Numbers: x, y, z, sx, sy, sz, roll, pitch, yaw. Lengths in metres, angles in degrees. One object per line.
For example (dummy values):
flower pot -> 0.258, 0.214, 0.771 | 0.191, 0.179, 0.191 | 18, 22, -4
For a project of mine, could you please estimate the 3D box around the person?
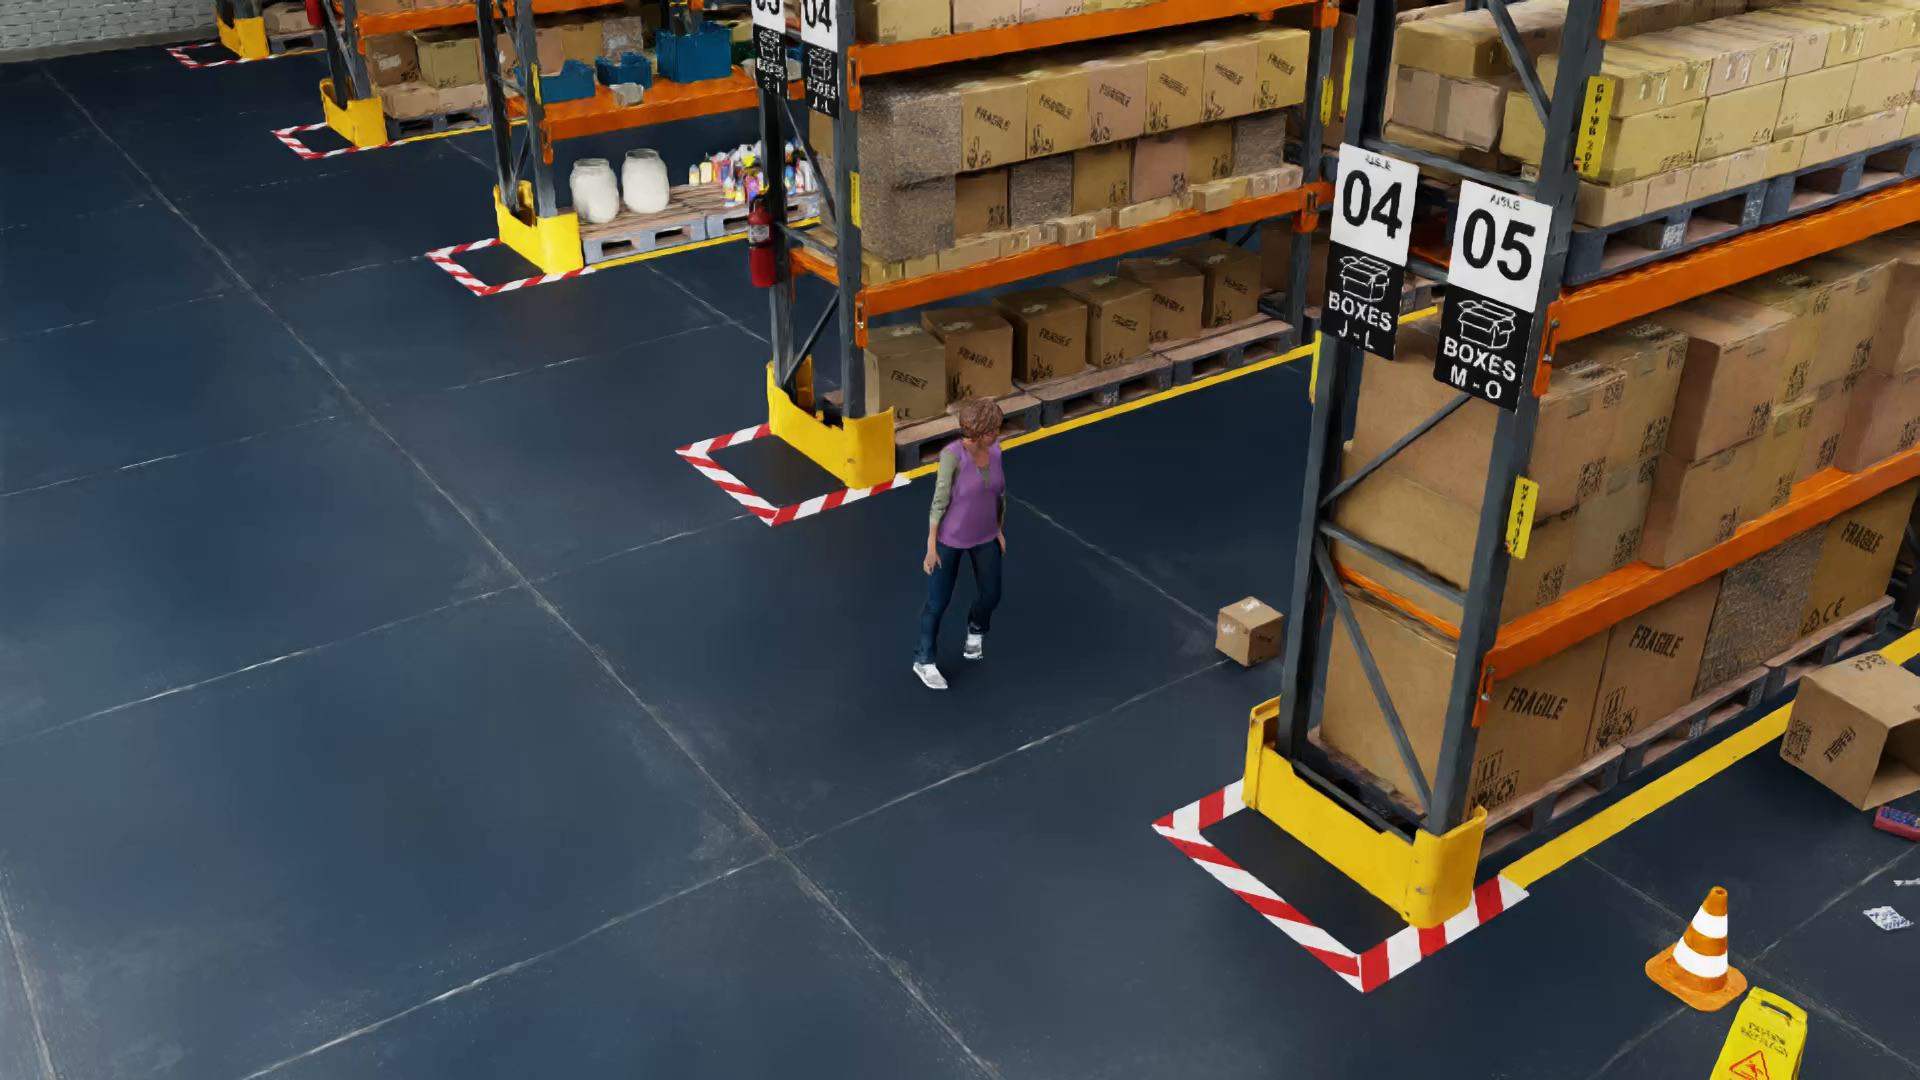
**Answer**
person -> 0.006, 0.002, 8.654 | 0.526, 1.569, 0.372 | -14, 32, -24
